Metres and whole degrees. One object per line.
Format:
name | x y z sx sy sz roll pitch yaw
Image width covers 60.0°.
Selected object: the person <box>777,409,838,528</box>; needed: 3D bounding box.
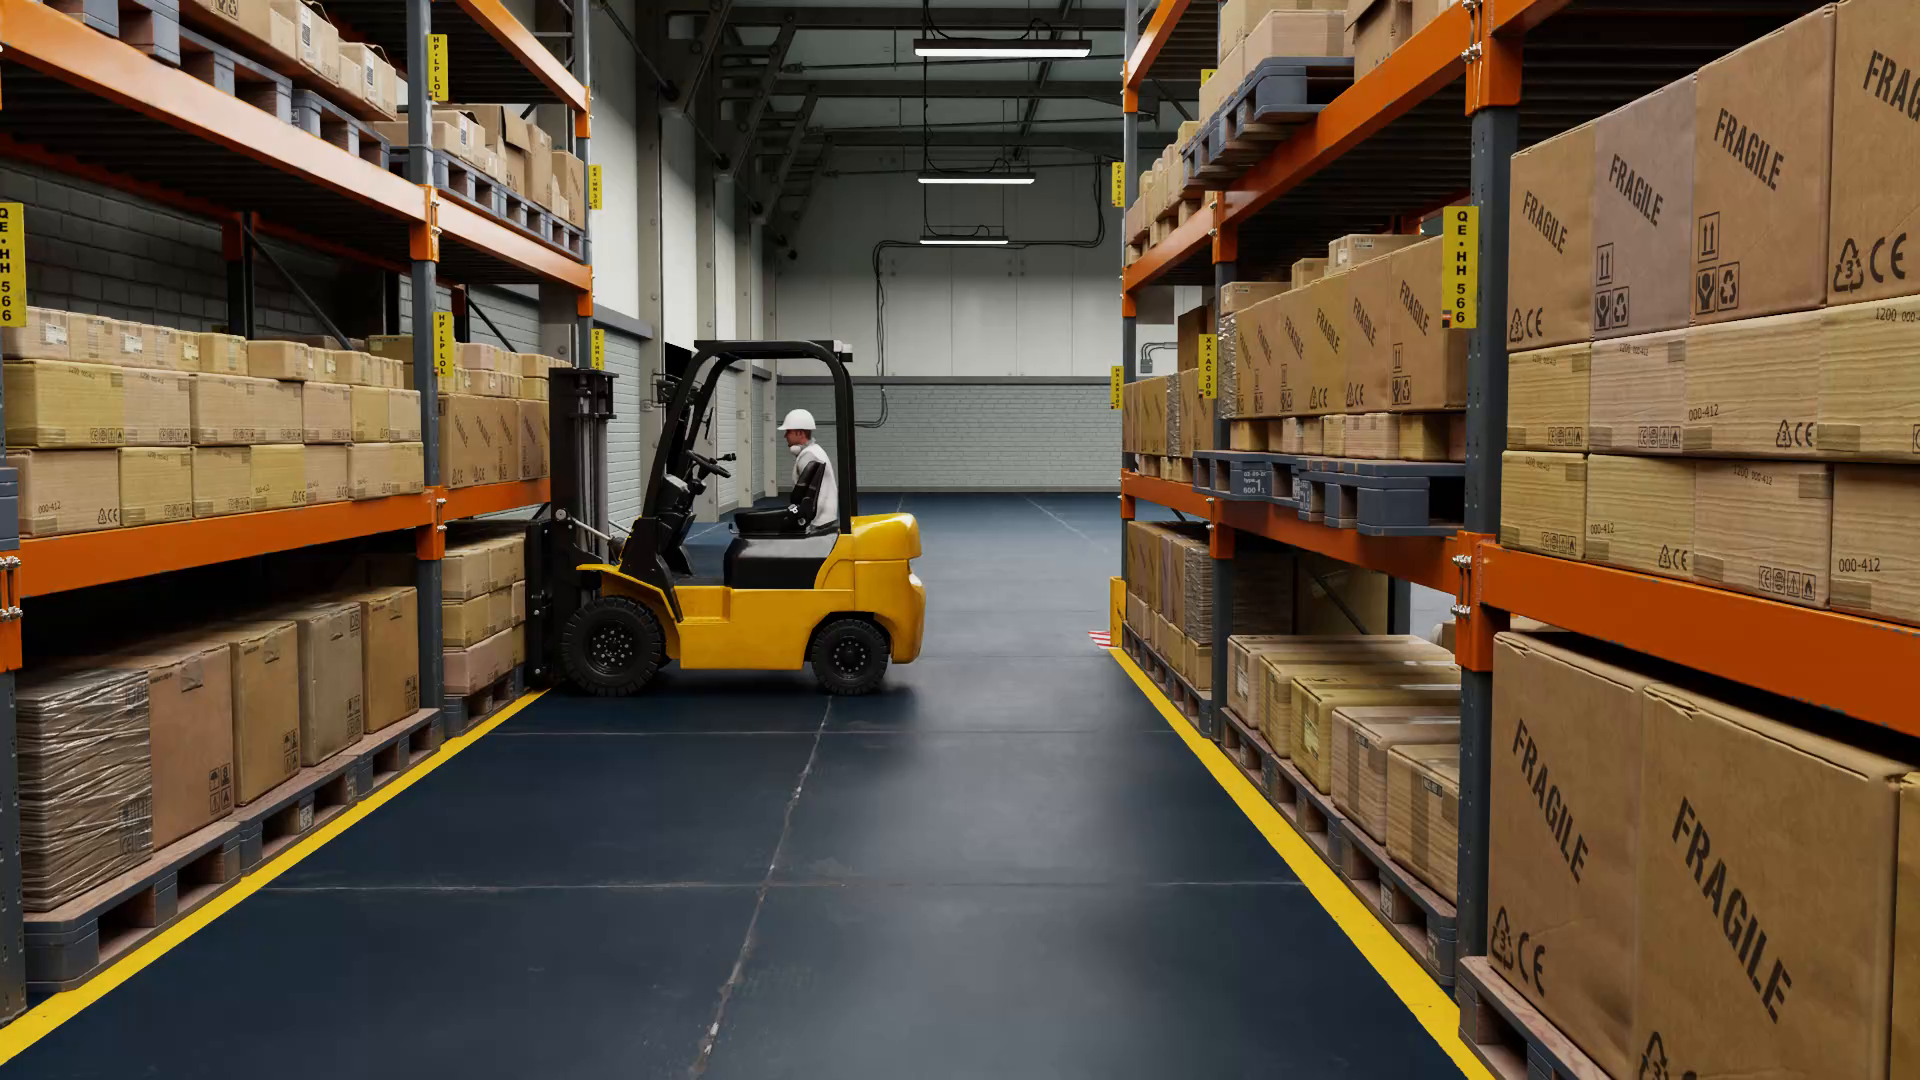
person | -1.170 -0.114 12.781 0.462 1.772 0.581 0 4 -1
